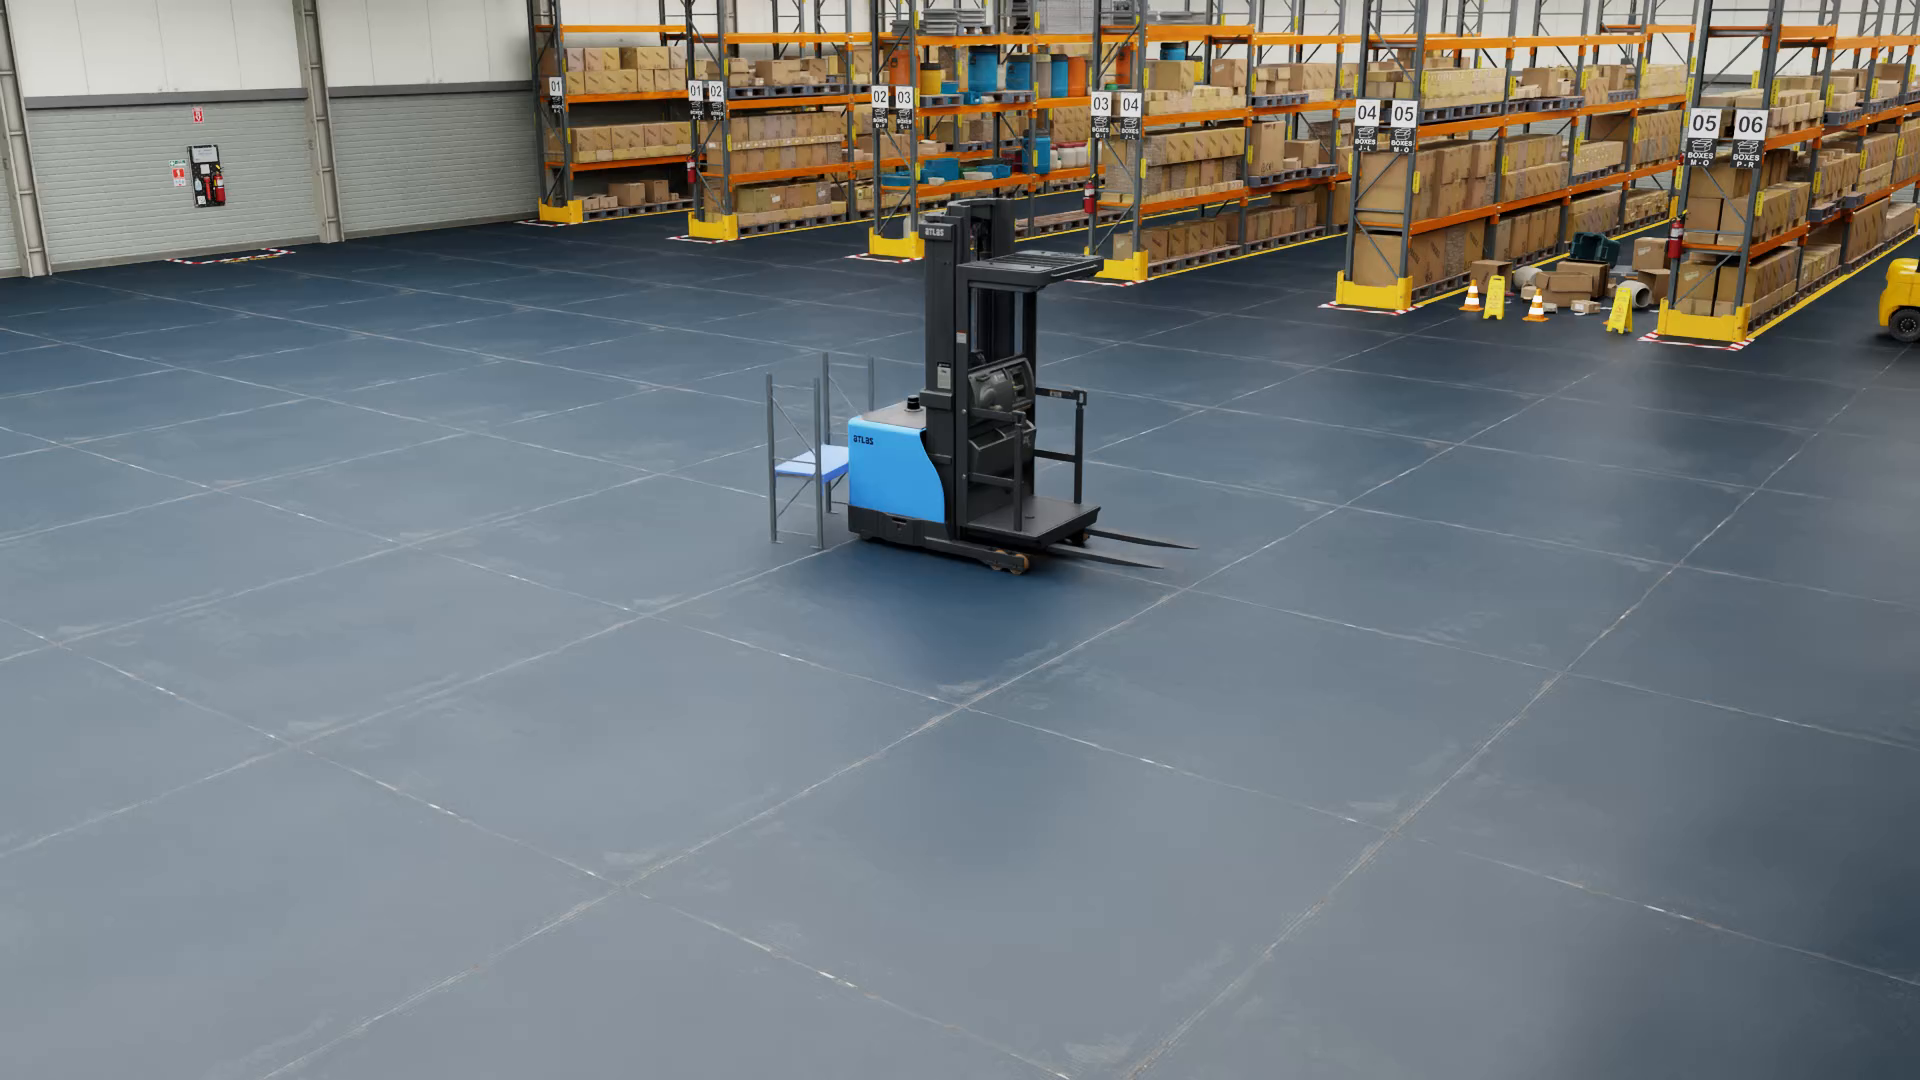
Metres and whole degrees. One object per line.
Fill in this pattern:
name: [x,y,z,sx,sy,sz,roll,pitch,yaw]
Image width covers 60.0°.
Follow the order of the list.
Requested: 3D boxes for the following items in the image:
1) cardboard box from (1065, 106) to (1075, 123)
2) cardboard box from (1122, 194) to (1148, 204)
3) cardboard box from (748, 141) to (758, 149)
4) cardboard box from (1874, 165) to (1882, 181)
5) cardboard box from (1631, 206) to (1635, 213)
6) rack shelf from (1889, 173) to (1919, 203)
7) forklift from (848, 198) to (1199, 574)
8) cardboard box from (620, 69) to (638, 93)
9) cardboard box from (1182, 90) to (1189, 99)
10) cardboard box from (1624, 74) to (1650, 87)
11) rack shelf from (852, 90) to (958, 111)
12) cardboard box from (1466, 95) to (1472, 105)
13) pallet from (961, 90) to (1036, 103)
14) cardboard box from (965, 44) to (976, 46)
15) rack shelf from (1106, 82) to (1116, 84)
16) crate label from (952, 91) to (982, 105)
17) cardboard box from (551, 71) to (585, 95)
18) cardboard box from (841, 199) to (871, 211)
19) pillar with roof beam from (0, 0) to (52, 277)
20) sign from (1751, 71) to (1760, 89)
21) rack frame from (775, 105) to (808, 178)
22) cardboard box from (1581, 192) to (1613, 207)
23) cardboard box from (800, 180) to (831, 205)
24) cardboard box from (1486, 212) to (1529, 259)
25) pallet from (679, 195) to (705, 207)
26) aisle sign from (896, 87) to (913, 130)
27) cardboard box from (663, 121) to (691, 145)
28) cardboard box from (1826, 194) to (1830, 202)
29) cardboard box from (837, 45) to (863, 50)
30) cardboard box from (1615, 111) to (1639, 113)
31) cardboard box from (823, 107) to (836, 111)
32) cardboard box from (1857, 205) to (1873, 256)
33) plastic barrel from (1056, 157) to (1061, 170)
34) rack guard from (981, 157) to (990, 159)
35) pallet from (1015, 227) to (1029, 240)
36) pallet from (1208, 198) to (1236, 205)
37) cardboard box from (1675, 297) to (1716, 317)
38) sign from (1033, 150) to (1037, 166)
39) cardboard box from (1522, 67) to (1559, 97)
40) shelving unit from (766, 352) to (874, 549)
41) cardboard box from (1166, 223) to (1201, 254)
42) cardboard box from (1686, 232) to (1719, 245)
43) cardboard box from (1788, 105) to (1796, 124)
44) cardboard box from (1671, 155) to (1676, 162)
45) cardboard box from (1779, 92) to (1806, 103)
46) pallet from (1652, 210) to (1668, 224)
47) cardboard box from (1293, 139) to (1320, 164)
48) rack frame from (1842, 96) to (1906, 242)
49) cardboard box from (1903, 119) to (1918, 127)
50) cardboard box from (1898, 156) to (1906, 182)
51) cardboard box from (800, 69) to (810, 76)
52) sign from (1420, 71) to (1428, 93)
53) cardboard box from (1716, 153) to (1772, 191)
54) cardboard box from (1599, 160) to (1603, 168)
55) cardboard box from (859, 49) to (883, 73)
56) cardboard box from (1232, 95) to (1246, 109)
cardboard box: [2.743,-11.437,44.512,0.500,0.500,0.500,12,21,33]
cardboard box: [3.094,-6.022,29.355,0.380,0.149,0.250,12,21,35]
cardboard box: [-4.509,-8.403,35.336,0.380,0.149,0.250,13,21,35]
cardboard box: [16.887,-6.873,31.080,0.500,0.250,0.500,13,21,36]
cardboard box: [14.637,-7.289,36.609,0.380,0.149,0.250,11,20,32]
rack shelf: [19.033,-7.356,34.440,1.077,0.370,4.000,12,21,35]
forklift: [0.525,-1.296,13.828,3.031,2.935,1.130,11,20,32]
cardboard box: [-7.845,-10.645,38.557,0.500,0.500,0.500,14,22,38]
cardboard box: [3.885,-7.996,29.811,0.380,0.149,0.250,11,21,32]
cardboard box: [14.285,-9.746,35.274,0.500,0.250,0.500,13,22,36]
rack shelf: [-1.646,-10.386,39.138,1.077,0.370,4.000,12,21,35]
cardboard box: [8.170,-7.223,27.286,0.380,0.149,0.250,12,21,35]
pallet: [0.787,-9.098,34.095,1.213,0.211,1.003,12,21,35]
cardboard box: [0.115,-14.298,48.634,0.500,0.500,0.500,12,21,35]
rack shelf: [3.121,-12.291,45.274,1.077,0.370,4.000,12,21,35]
crate label: [0.135,-8.741,32.878,0.502,0.251,0.408,12,21,35]
cardboard box: [-8.802,-10.268,37.342,0.500,0.500,0.500,13,22,36]
cardboard box: [-2.398,-7.760,38.456,0.500,0.250,0.500,12,21,33]
pillar with roof beam: [-13.172,-8.308,26.176,9.100,9.000,0.400,12,21,35]
sign: [12.627,-7.283,26.397,0.100,0.325,0.005,12,21,35]
rack frame: [-4.435,-10.648,43.826,1.000,3.000,0.127,12,21,35]
cardboard box: [13.248,-7.097,34.634,0.500,0.250,0.500,14,22,37]
cardboard box: [-3.246,-7.800,37.320,0.500,0.500,0.500,12,21,35]
cardboard box: [9.914,-5.688,30.939,1.050,0.750,0.750,12,21,35]
pallet: [-6.356,-8.549,41.770,1.003,0.211,1.213,12,21,35]
aisle sign: [-1.053,-8.164,31.445,0.394,0.787,0.004,12,21,35]
cardboard box: [-6.852,-9.824,40.128,0.500,0.500,0.500,12,21,35]
cardboard box: [14.257,-5.726,27.692,0.380,0.149,0.250,13,21,35]
cardboard box: [-2.998,-13.328,45.226,0.500,0.250,0.500,12,21,33]
cardboard box: [14.784,-9.271,37.036,0.500,0.500,0.500,12,21,33]
cardboard box: [-3.638,-11.396,44.267,0.500,0.250,0.500,12,21,34]
cardboard box: [16.471,-5.818,31.148,0.875,0.875,0.875,13,21,35]
plastic barrel: [2.050,-8.167,36.069,0.301,0.262,0.301,0,17,0]
rack guard: [0.346,-11.365,50.351,1.175,0.500,0.348,12,21,35]
pallet: [0.704,-6.460,35.043,1.003,0.211,1.213,12,21,35]
pallet: [6.312,-8.700,42.256,1.003,0.211,1.213,12,21,35]
cardboard box: [10.971,-3.499,24.732,0.500,0.250,0.500,12,21,34]
sign: [1.573,-7.977,34.758,0.100,0.325,0.005,12,21,35]
cardboard box: [10.611,-8.386,30.441,0.500,0.500,0.500,12,21,35]
shelving unit: [-1.210,-0.809,14.667,0.538,1.500,1.048,8,19,22]
cardboard box: [4.203,-5.688,31.362,0.500,0.500,0.500,10,20,30]
cardboard box: [10.742,-4.372,24.041,0.380,0.149,0.250,13,22,37]
cardboard box: [11.801,-6.187,24.154,0.500,0.250,0.500,13,22,36]
cardboard box: [16.222,-8.779,38.233,0.380,0.149,0.250,12,21,35]
cardboard box: [12.342,-6.576,24.737,0.380,0.149,0.250,13,21,35]
pallet: [15.631,-7.490,38.359,1.003,0.211,1.213,12,21,35]
cardboard box: [7.210,-8.135,34.856,0.500,0.500,0.500,10,20,28]
rack frame: [17.841,-7.223,32.799,1.000,3.000,0.127,12,21,35]
cardboard box: [19.455,-8.577,34.209,0.380,0.149,0.250,13,22,36]
cardboard box: [18.634,-7.456,33.379,0.500,0.500,0.500,13,21,35]
cardboard box: [-3.671,-10.276,36.777,0.500,0.311,0.500,11,20,32]
sign: [7.098,-7.004,25.428,0.100,0.325,0.005,12,21,35]
cardboard box: [11.758,-5.546,25.041,0.700,0.500,0.500,12,21,34]
cardboard box: [12.954,-7.714,34.095,0.380,0.149,0.250,14,22,37]
cardboard box: [-2.118,-11.020,38.247,0.500,0.500,0.500,15,23,40]
cardboard box: [5.054,-8.275,31.382,0.500,0.250,0.500,13,22,37]
